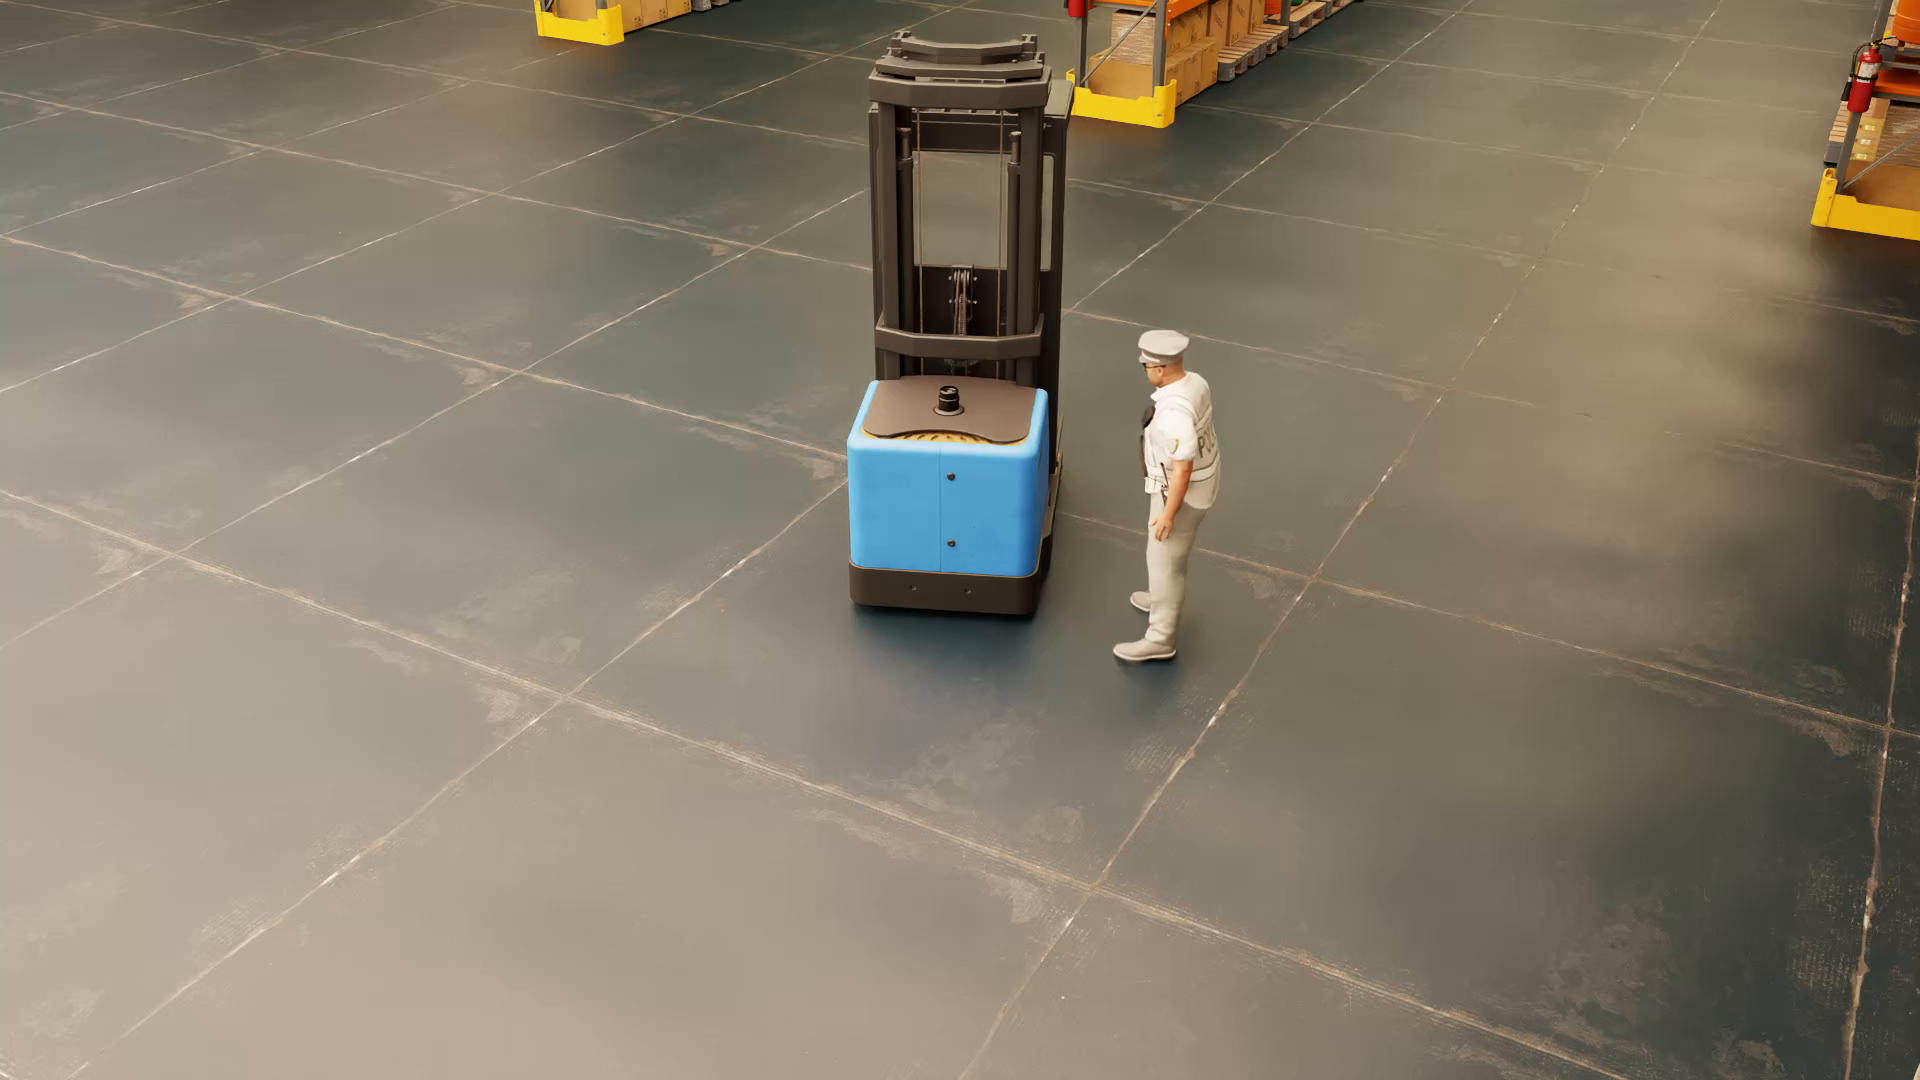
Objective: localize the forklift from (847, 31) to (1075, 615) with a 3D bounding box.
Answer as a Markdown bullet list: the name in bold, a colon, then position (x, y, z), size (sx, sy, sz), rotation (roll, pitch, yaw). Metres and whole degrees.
- **forklift**: position (0.072, -1.572, 9.794), size (1.130, 2.935, 3.031), rotation (3, 30, 6)

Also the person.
- **person**: position (1.102, -0.247, 8.684), size (0.476, 1.756, 0.674), rotation (10, 31, 16)
